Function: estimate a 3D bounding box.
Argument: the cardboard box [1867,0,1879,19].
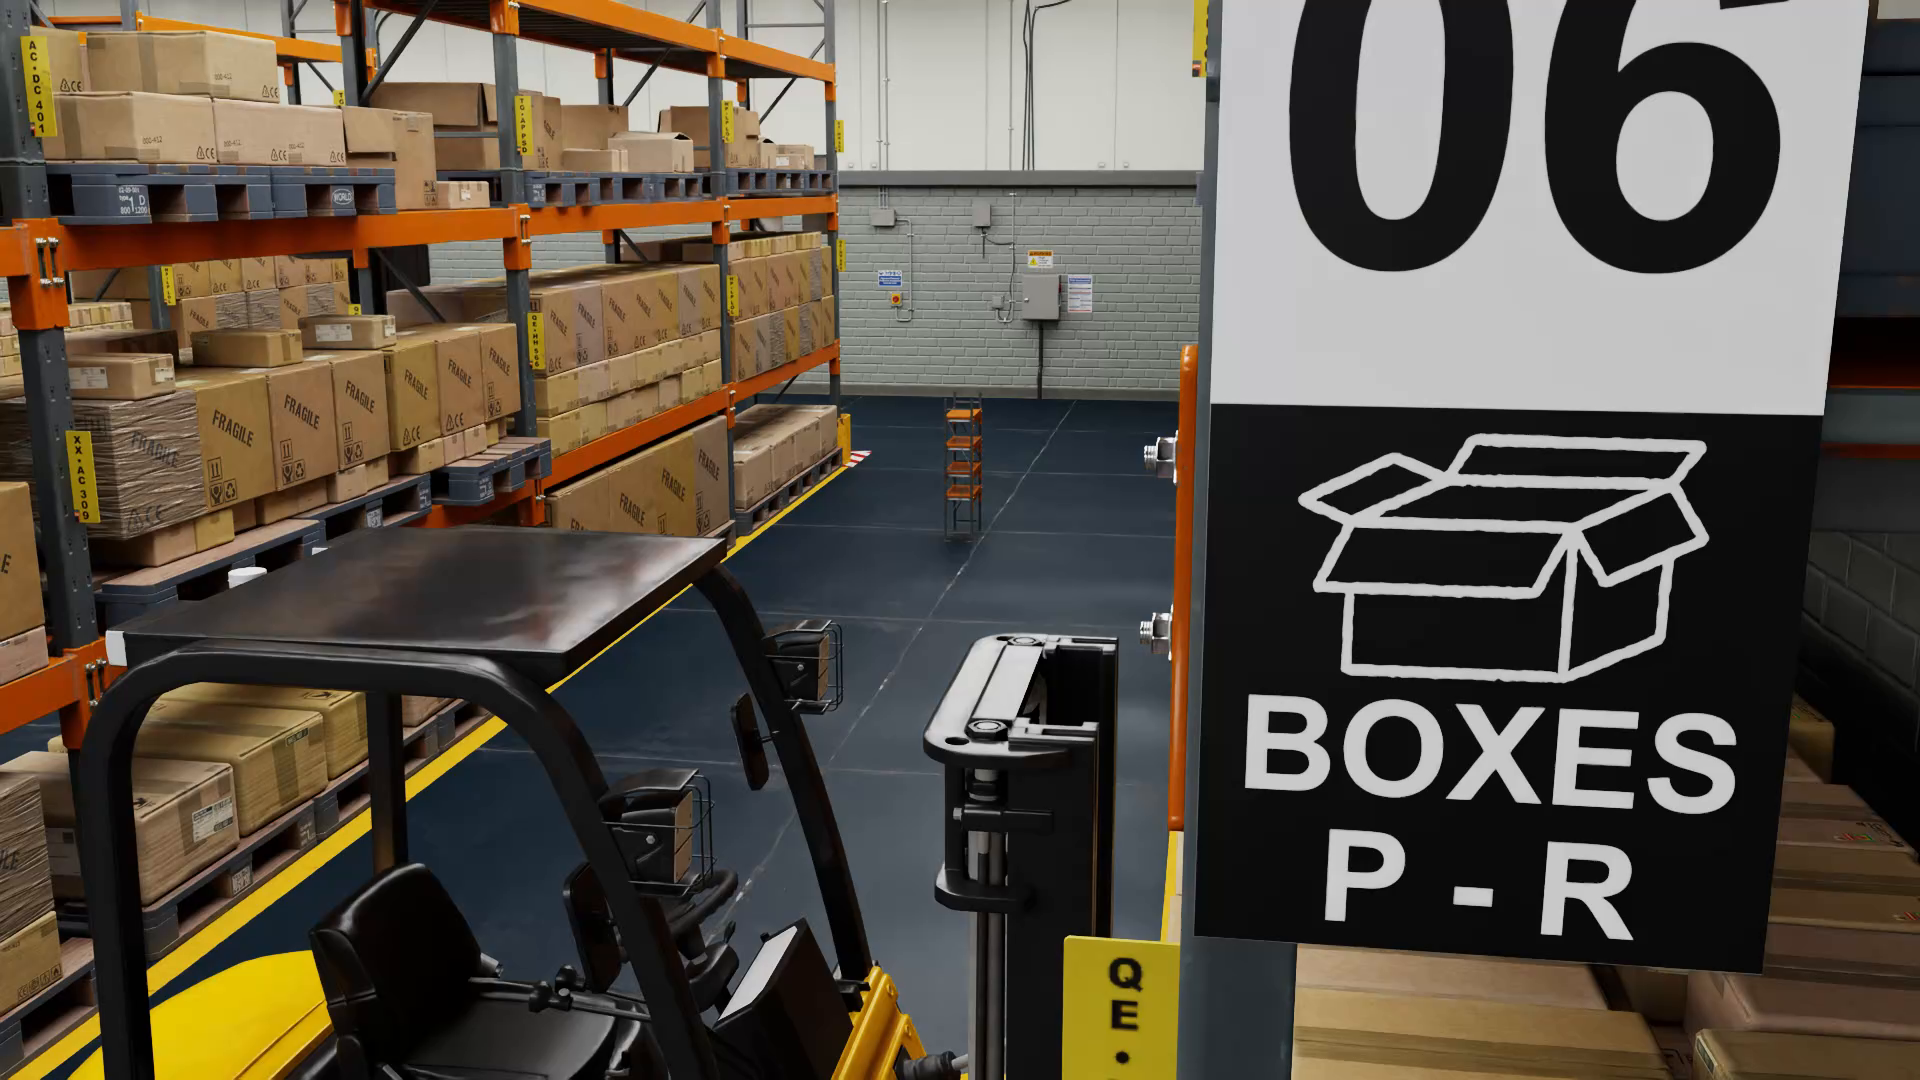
[{"bbox_3d":[0.494,-0.691,1.486,0.500,0.500,0.500,2,12,11],"label":"cardboard box"}]

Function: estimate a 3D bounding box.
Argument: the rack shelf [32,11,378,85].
[{"bbox_3d":[-6.992,-4.614,15.760,1.077,0.370,4.000,2,12,9],"label":"rack shelf"}]

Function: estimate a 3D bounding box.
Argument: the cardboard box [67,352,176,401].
[{"bbox_3d":[-3.202,-0.617,6.257,0.380,0.149,0.250,2,12,8],"label":"cardboard box"}]

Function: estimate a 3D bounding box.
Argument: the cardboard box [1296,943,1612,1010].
[{"bbox_3d":[0.520,0.534,1.914,0.380,0.149,0.250,2,12,9],"label":"cardboard box"}]

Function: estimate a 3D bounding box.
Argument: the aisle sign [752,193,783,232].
[{"bbox_3d":[-2.054,-3.607,17.440,0.394,0.787,0.004,2,12,9],"label":"aisle sign"}]

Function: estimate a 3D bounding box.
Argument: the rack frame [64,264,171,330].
[{"bbox_3d":[-7.300,-1.619,14.384,1.000,3.000,0.127,2,12,9],"label":"rack frame"}]

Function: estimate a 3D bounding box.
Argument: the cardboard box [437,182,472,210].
[{"bbox_3d":[-2.880,-1.866,9.007,0.380,0.149,0.250,2,12,9],"label":"cardboard box"}]

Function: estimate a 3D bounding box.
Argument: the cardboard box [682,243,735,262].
[{"bbox_3d":[-2.088,-2.391,13.819,0.380,0.149,0.250,2,12,8],"label":"cardboard box"}]

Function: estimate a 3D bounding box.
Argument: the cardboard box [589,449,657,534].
[{"bbox_3d":[-2.679,-0.140,11.569,0.875,0.875,0.875,2,12,9],"label":"cardboard box"}]

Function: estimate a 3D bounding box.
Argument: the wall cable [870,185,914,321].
[{"bbox_3d":[-0.934,-3.998,22.941,0.585,1.953,0.123,2,12,9],"label":"wall cable"}]

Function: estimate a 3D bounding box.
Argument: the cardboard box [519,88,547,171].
[{"bbox_3d":[-3.044,-2.579,10.488,0.700,0.500,0.500,1,12,6],"label":"cardboard box"}]

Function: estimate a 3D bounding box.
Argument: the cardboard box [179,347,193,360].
[{"bbox_3d":[-3.539,-0.637,7.887,0.500,0.500,0.500,1,12,7],"label":"cardboard box"}]

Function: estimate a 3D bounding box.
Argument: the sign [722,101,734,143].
[{"bbox_3d":[-1.856,-3.337,13.262,0.100,0.325,0.005,2,12,9],"label":"sign"}]

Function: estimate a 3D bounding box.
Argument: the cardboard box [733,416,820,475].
[{"bbox_3d":[-1.913,-0.933,16.289,0.875,0.438,0.875,2,12,10],"label":"cardboard box"}]

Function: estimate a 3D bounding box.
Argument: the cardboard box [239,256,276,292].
[{"bbox_3d":[-6.817,-2.600,15.621,0.500,0.500,0.500,2,12,10],"label":"cardboard box"}]

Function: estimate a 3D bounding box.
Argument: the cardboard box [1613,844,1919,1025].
[{"bbox_3d":[1.029,0.496,2.091,0.380,0.149,0.250,2,12,10],"label":"cardboard box"}]

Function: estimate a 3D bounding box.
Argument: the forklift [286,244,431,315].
[{"bbox_3d":[-5.415,-1.624,14.571,3.031,2.935,1.130,-7,14,-30],"label":"forklift"}]

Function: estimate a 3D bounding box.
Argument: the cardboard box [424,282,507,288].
[{"bbox_3d":[-3.117,-1.407,10.793,0.500,0.500,0.500,2,12,10],"label":"cardboard box"}]

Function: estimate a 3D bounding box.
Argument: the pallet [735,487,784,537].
[{"bbox_3d":[-2.199,-0.272,14.754,1.003,0.211,1.213,2,12,9],"label":"pallet"}]

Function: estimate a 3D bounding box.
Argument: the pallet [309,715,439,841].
[{"bbox_3d":[-3.320,1.132,8.238,1.003,0.211,1.213,2,12,9],"label":"pallet"}]

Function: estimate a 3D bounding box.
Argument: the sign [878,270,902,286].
[{"bbox_3d":[-0.972,-3.633,23.089,0.327,0.218,0.001,2,12,9],"label":"sign"}]

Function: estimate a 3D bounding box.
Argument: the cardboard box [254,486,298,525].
[{"bbox_3d":[-3.130,-0.167,7.246,0.380,0.149,0.250,2,12,10],"label":"cardboard box"}]

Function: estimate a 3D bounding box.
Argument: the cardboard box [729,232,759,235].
[{"bbox_3d":[-2.229,-2.994,16.618,0.380,0.149,0.250,2,12,10],"label":"cardboard box"}]

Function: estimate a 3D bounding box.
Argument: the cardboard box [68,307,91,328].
[{"bbox_3d":[-7.251,-1.792,13.377,0.380,0.149,0.250,1,12,7],"label":"cardboard box"}]

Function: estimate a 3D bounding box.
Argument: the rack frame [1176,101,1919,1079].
[{"bbox_3d":[0.666,1.179,1.404,1.000,3.000,0.127,2,12,9],"label":"rack frame"}]

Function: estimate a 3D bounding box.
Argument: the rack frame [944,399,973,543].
[{"bbox_3d":[-0.012,-0.570,13.791,0.240,1.200,0.015,2,12,9],"label":"rack frame"}]

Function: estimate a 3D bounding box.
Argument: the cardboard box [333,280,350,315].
[{"bbox_3d":[-6.584,-2.437,17.236,0.500,0.500,0.500,2,12,8],"label":"cardboard box"}]

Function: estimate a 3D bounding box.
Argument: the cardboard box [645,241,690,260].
[{"bbox_3d":[-2.512,-2.460,14.137,0.380,0.149,0.250,2,12,10],"label":"cardboard box"}]

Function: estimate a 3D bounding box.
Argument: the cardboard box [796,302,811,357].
[{"bbox_3d":[-1.752,-2.040,16.104,0.500,0.500,0.500,2,12,10],"label":"cardboard box"}]

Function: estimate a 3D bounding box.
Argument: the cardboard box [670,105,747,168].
[{"bbox_3d":[-2.095,-3.364,13.893,0.500,0.500,0.500,2,12,10],"label":"cardboard box"}]

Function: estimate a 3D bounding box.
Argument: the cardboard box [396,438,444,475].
[{"bbox_3d":[-2.866,-0.431,8.474,0.380,0.149,0.250,2,12,10],"label":"cardboard box"}]

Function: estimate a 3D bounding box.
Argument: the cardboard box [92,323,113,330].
[{"bbox_3d":[-7.205,-1.702,13.666,0.380,0.149,0.250,2,12,9],"label":"cardboard box"}]

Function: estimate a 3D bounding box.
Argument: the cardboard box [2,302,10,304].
[{"bbox_3d":[-7.815,-1.925,13.992,0.380,0.149,0.250,3,12,12],"label":"cardboard box"}]

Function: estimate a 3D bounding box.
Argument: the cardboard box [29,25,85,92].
[{"bbox_3d":[-3.660,-1.781,6.192,0.500,0.250,0.500,2,12,10],"label":"cardboard box"}]

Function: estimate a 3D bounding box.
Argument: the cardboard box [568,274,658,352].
[{"bbox_3d":[-2.448,-1.595,11.662,0.500,0.500,0.500,2,12,10],"label":"cardboard box"}]

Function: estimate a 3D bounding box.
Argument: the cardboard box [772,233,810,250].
[{"bbox_3d":[-1.687,-2.924,16.292,0.380,0.149,0.250,2,12,10],"label":"cardboard box"}]

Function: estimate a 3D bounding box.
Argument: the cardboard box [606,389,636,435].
[{"bbox_3d":[-2.537,-0.883,11.329,0.500,0.250,0.500,2,12,11],"label":"cardboard box"}]

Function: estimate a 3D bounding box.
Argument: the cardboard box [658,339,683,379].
[{"bbox_3d":[-2.364,-1.338,12.253,0.500,0.250,0.500,2,12,10],"label":"cardboard box"}]

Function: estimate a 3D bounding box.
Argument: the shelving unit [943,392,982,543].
[{"bbox_3d":[0.025,-0.621,14.027,0.258,1.200,0.503,2,12,9],"label":"shelving unit"}]

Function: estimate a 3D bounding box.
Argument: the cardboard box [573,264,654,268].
[{"bbox_3d":[-2.745,-1.935,13.240,0.500,0.500,0.500,2,12,9],"label":"cardboard box"}]

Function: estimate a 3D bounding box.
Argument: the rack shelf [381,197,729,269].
[{"bbox_3d":[-2.701,-2.178,11.565,1.077,0.370,4.000,2,12,9],"label":"rack shelf"}]

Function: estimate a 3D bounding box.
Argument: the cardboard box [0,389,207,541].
[{"bbox_3d":[-3.268,-0.302,6.334,0.500,0.500,0.500,2,12,10],"label":"cardboard box"}]

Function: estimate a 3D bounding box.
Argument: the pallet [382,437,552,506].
[{"bbox_3d":[-3.013,-0.401,9.189,1.213,0.211,1.003,2,12,9],"label":"pallet"}]

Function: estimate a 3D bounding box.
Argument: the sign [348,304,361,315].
[{"bbox_3d":[-3.557,-1.230,9.832,0.100,0.325,0.005,2,12,9],"label":"sign"}]

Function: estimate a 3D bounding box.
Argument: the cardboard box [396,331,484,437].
[{"bbox_3d":[-2.872,-0.835,8.806,0.500,0.500,0.500,2,12,8],"label":"cardboard box"}]

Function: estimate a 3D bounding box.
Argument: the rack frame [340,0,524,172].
[{"bbox_3d":[-3.008,-3.579,9.242,1.000,3.000,0.127,2,12,9],"label":"rack frame"}]

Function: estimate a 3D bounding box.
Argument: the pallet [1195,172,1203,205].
[{"bbox_3d":[2.186,-2.344,11.077,1.213,0.211,1.003,2,12,9],"label":"pallet"}]

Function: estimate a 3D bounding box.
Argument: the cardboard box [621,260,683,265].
[{"bbox_3d":[-2.594,-2.124,14.119,0.500,0.500,0.500,2,12,8],"label":"cardboard box"}]

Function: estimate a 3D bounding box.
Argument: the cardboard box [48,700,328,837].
[{"bbox_3d":[-3.438,1.006,7.444,0.950,0.372,0.625,3,12,12],"label":"cardboard box"}]

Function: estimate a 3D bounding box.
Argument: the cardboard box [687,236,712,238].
[{"bbox_3d":[-2.378,-2.724,15.363,0.380,0.149,0.250,2,12,9],"label":"cardboard box"}]

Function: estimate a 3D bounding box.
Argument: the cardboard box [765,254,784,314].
[{"bbox_3d":[-1.907,-2.319,15.025,0.500,0.500,0.500,2,12,10],"label":"cardboard box"}]

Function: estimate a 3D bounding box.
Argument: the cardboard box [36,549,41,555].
[{"bbox_3d":[-3.817,-0.012,6.531,0.380,0.149,0.250,2,12,9],"label":"cardboard box"}]

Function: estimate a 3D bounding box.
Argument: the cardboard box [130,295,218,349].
[{"bbox_3d":[-6.975,-1.908,14.783,0.500,0.500,0.500,2,12,8],"label":"cardboard box"}]

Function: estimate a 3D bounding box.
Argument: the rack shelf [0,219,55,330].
[{"bbox_3d":[-3.931,-0.512,3.838,1.077,0.370,4.000,2,12,9],"label":"rack shelf"}]
